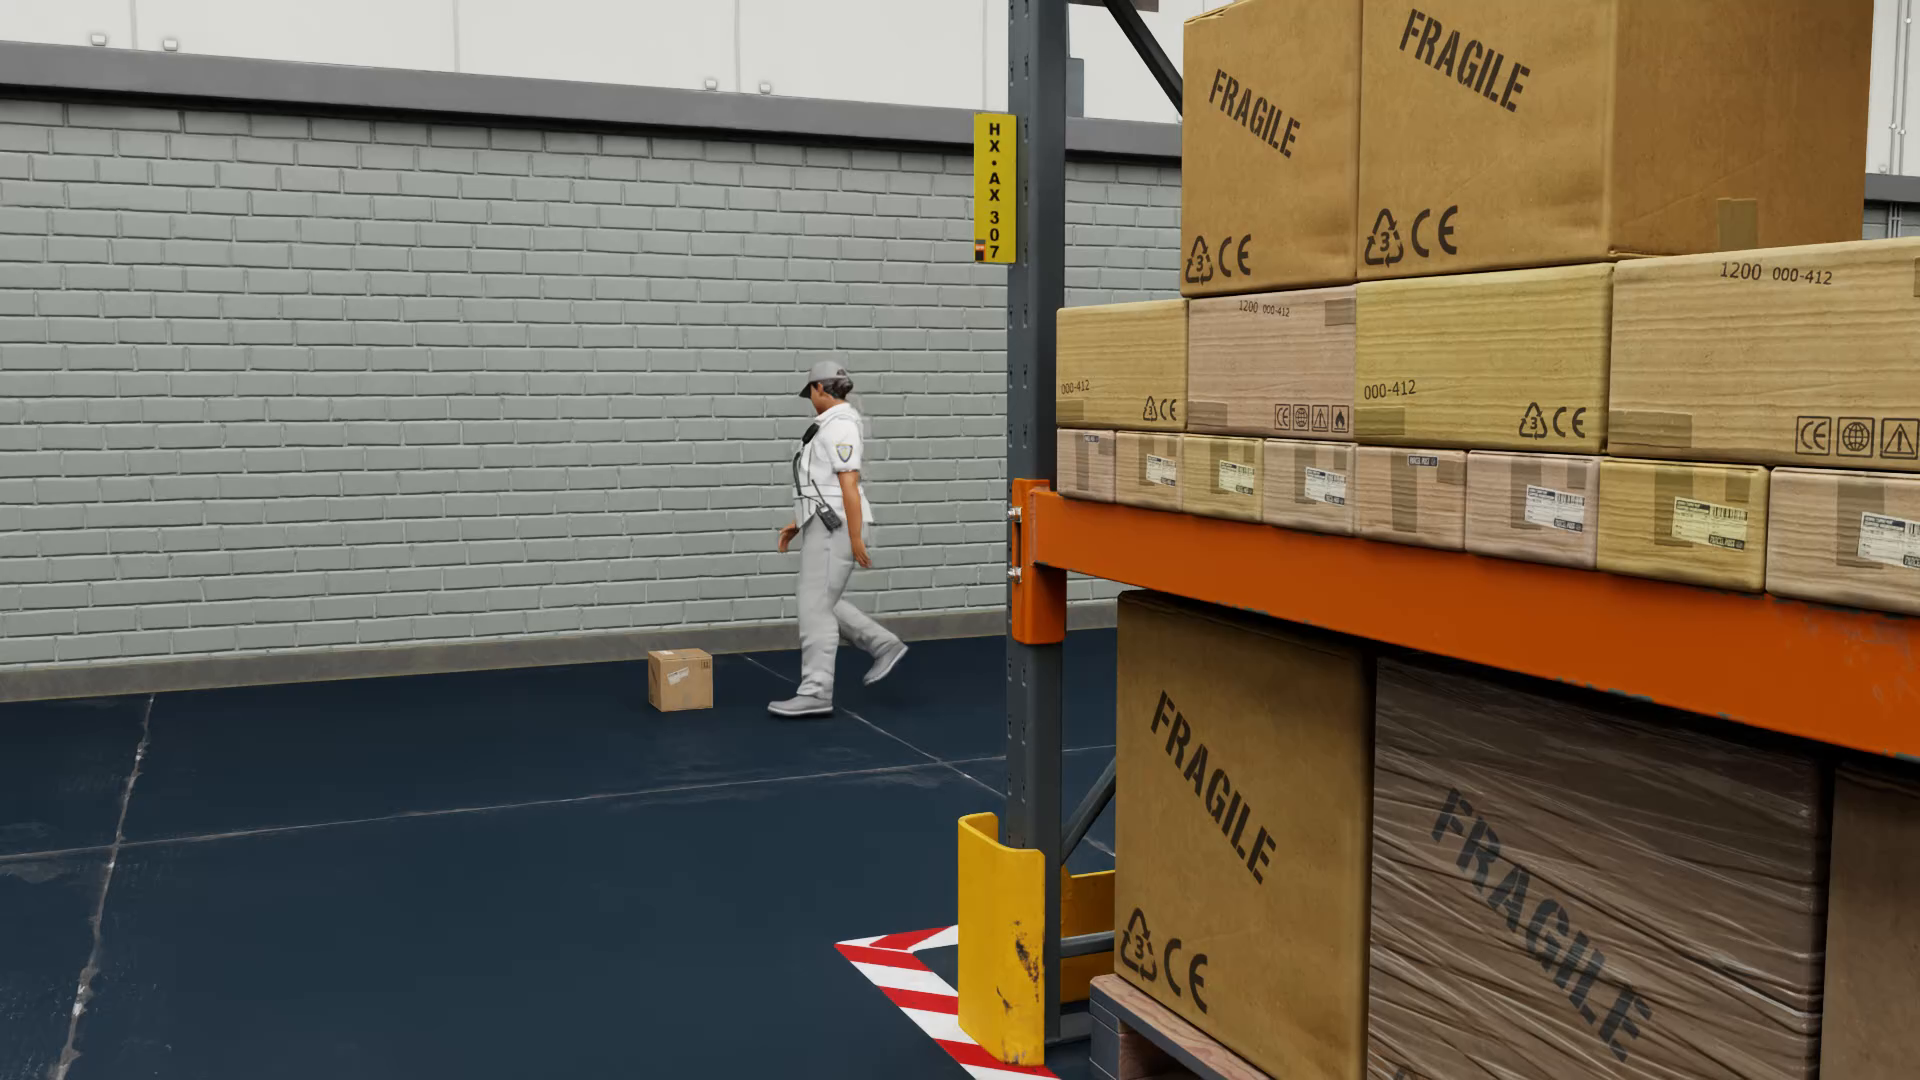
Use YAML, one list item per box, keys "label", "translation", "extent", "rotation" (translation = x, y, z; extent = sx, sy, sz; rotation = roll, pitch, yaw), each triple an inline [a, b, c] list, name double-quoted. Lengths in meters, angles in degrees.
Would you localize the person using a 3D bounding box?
- label: "person"
  translation: [-0.569, -0.029, 7.837]
  extent: [0.691, 1.627, 0.550]
  rotation: [-1, 6, -7]
